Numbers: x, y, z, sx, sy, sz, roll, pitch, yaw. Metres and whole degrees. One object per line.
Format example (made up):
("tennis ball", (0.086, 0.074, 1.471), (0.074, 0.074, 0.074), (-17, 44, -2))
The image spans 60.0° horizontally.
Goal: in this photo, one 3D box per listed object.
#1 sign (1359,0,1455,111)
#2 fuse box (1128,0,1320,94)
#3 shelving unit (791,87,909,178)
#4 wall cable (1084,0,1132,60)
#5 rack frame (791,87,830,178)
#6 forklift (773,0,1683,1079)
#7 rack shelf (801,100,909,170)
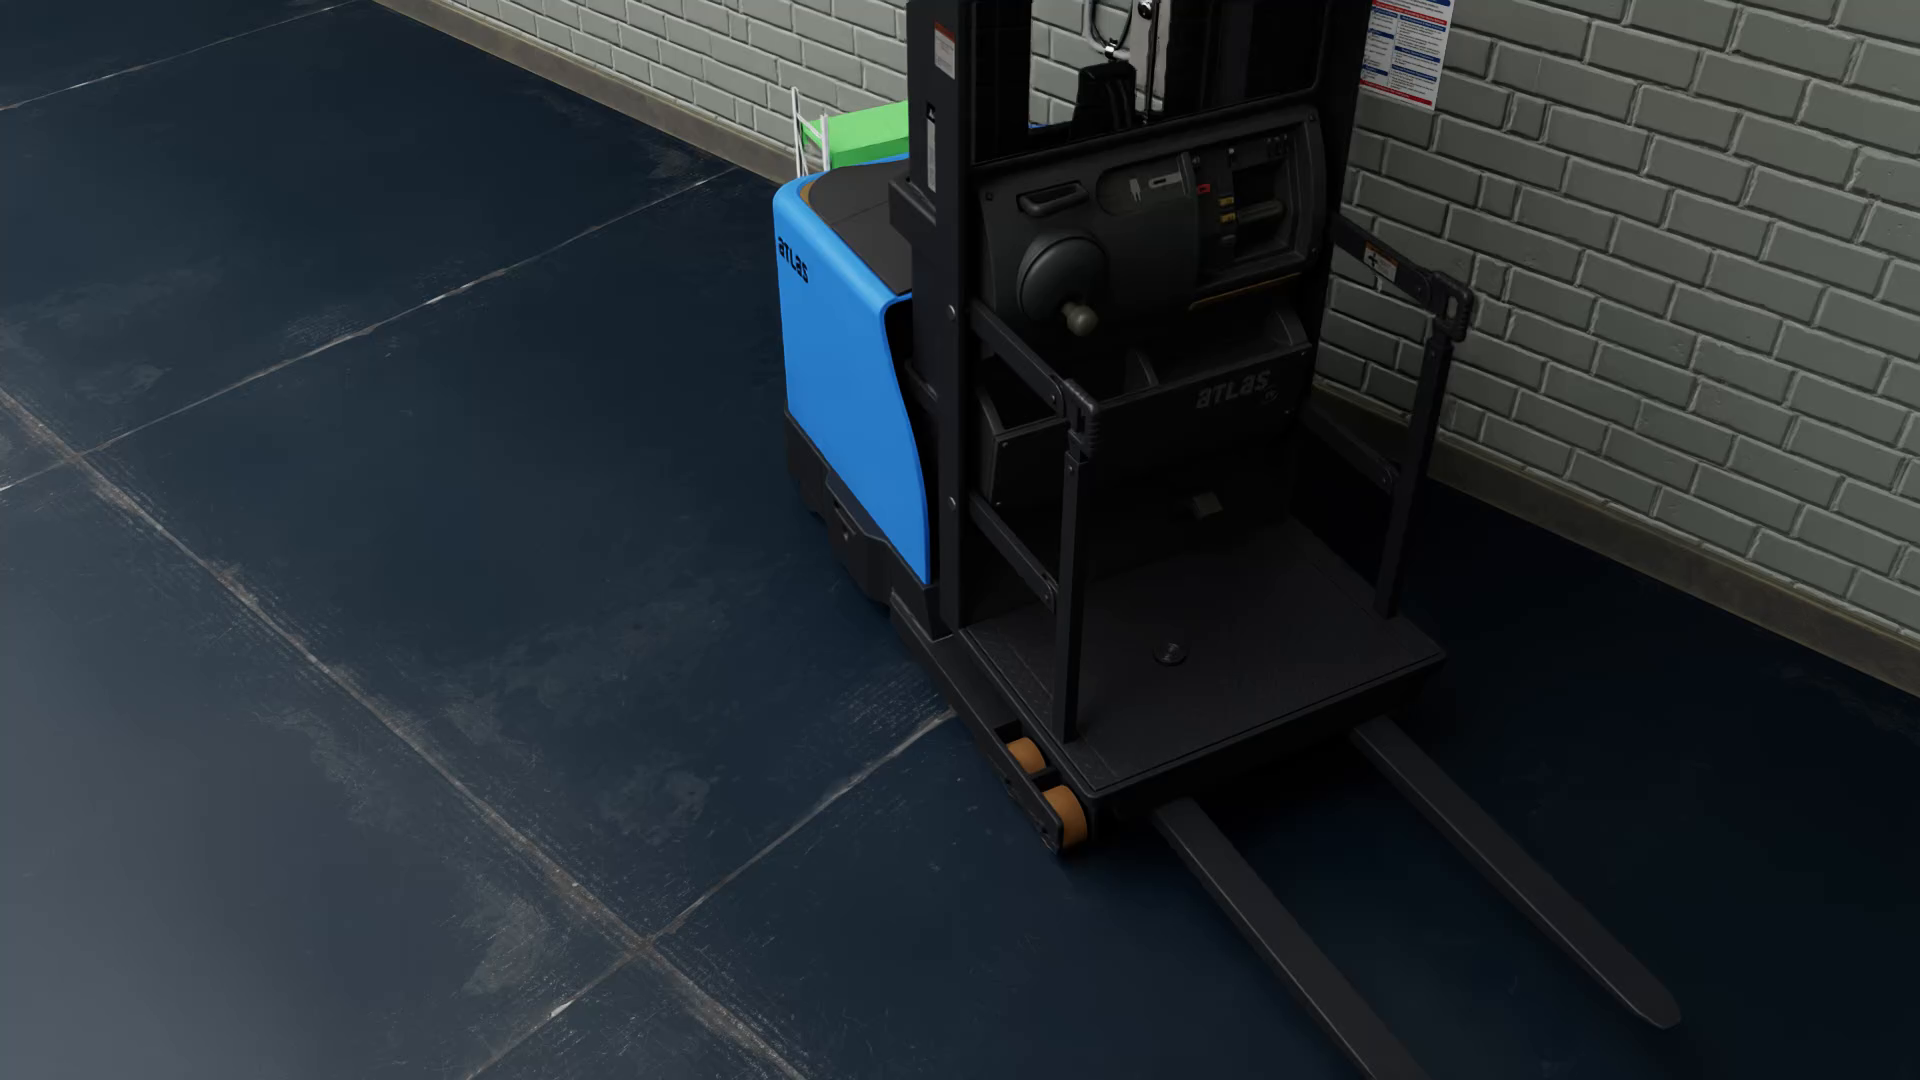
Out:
("sign", (1.277, -1.529, 4.839), (0.329, 0.494, 0.001), (30, 47, 32))
("fuse box", (0.773, -1.174, 5.351), (0.539, 1.711, 0.414), (30, 47, 32))
("shelving unit", (-0.232, -0.908, 5.426), (0.503, 1.200, 0.258), (-18, 41, -21))
("wall cable", (0.375, -2.435, 5.085), (0.588, 1.984, 0.122), (30, 47, 32))
("rack frame", (-0.448, -0.838, 5.338), (0.015, 1.200, 0.240), (-18, 41, -21))
("forklift", (0.567, -0.675, 3.744), (1.130, 2.935, 3.031), (-18, 42, -21))
("rack shelf", (-0.233, -1.236, 5.170), (0.480, 0.148, 0.258), (-18, 41, -21))
